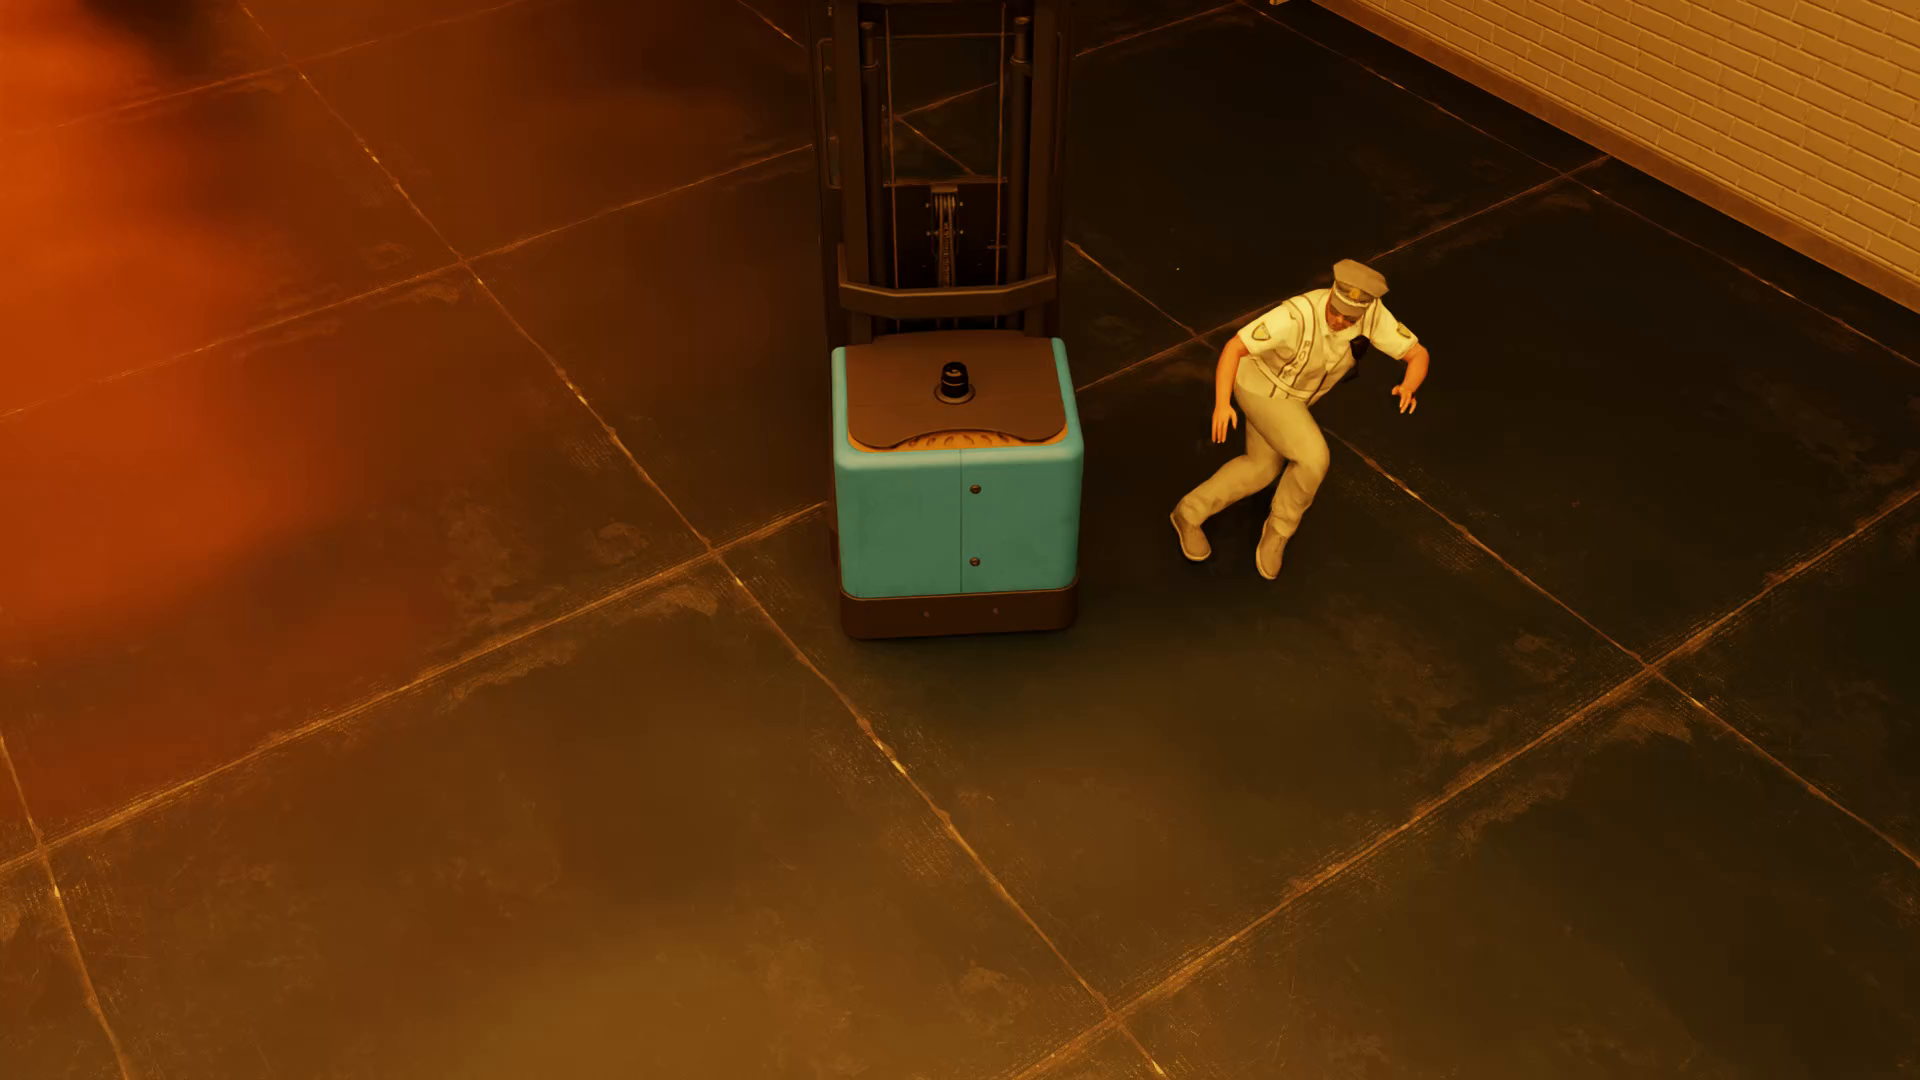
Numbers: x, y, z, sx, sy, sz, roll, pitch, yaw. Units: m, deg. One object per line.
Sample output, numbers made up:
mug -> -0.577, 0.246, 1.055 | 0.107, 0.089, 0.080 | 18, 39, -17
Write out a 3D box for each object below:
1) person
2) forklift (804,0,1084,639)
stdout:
person -> 1.484, -0.522, 7.304 | 0.999, 1.522, 0.930 | -25, 48, -25
forklift -> -0.100, -1.634, 7.488 | 1.130, 2.935, 3.031 | -3, 43, -3
